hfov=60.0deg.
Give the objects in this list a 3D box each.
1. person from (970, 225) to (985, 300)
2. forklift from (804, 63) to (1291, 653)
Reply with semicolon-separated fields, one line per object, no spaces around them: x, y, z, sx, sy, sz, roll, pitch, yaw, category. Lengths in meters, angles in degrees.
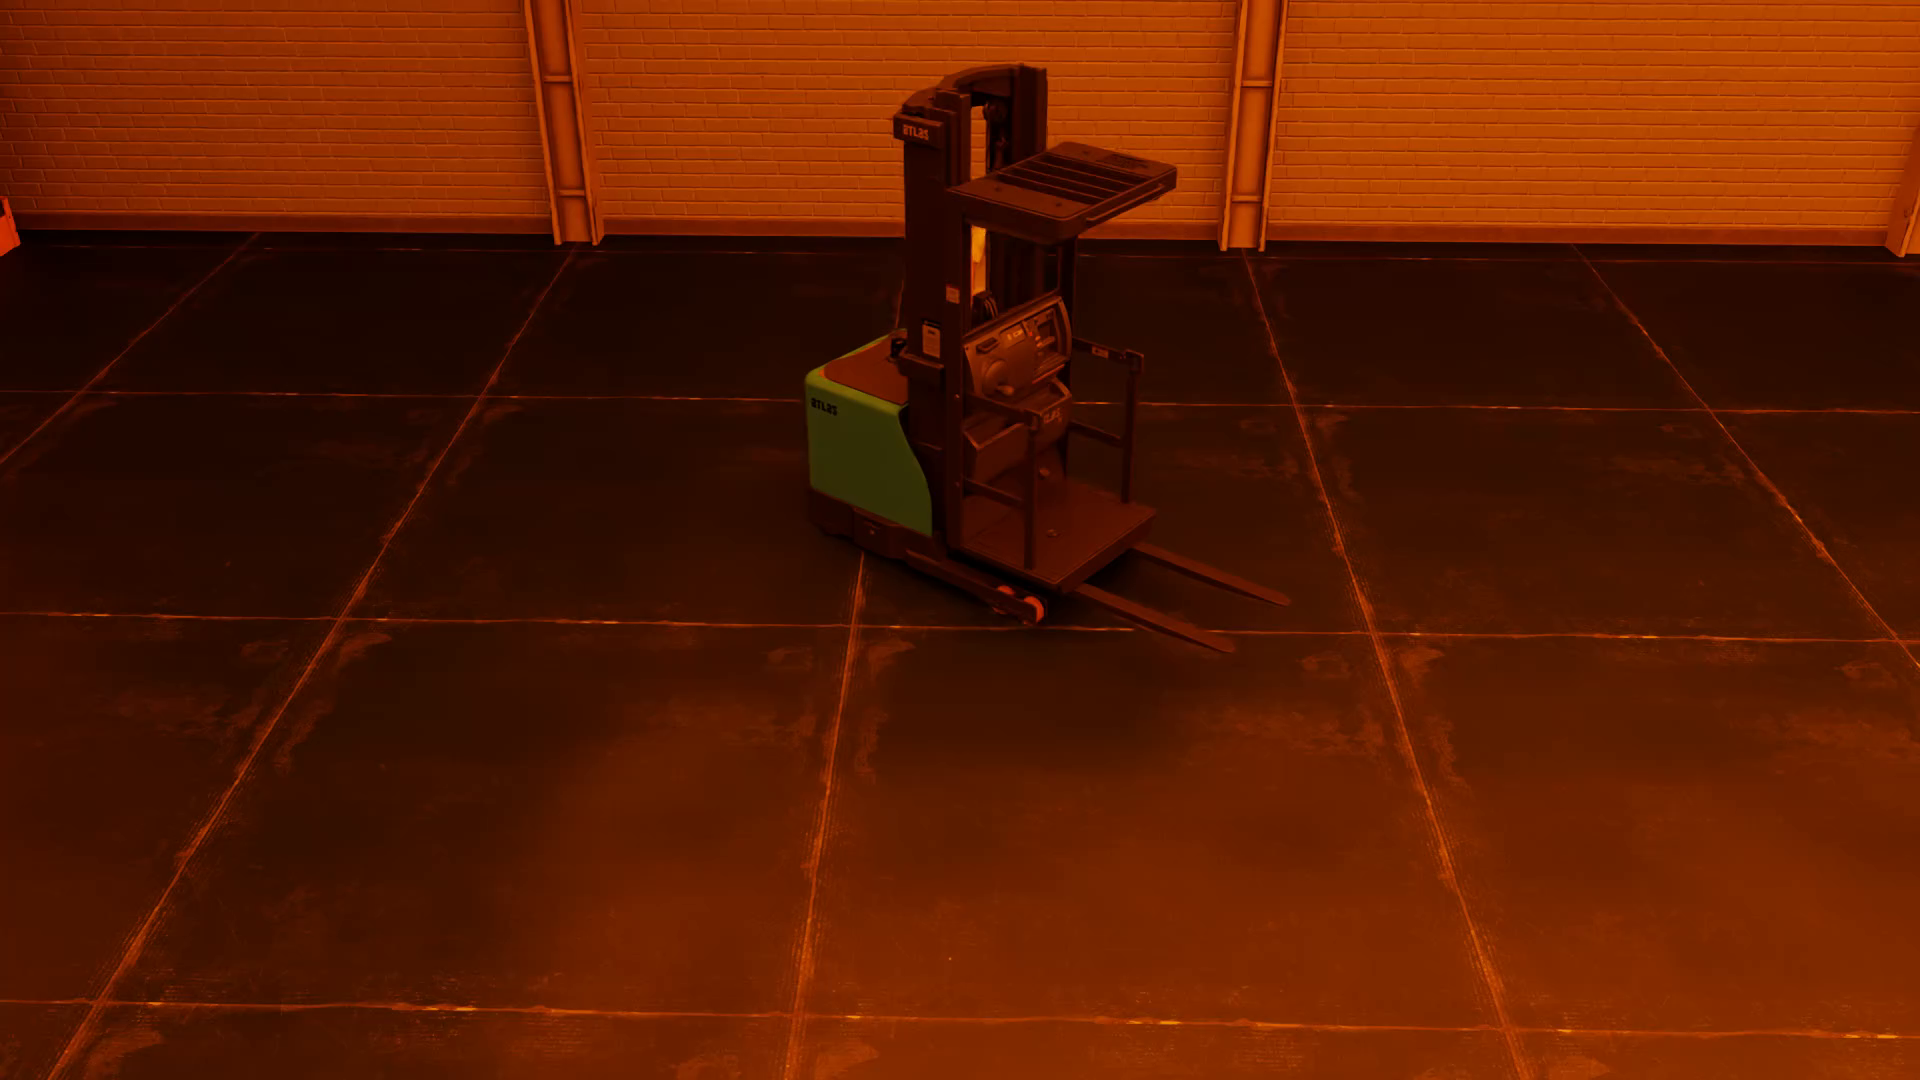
0.148;-1.713;11.663;0.468;1.662;0.766;-1;31;-1;person
0.500;-1.071;9.432;3.031;2.935;1.130;22;37;33;forklift
